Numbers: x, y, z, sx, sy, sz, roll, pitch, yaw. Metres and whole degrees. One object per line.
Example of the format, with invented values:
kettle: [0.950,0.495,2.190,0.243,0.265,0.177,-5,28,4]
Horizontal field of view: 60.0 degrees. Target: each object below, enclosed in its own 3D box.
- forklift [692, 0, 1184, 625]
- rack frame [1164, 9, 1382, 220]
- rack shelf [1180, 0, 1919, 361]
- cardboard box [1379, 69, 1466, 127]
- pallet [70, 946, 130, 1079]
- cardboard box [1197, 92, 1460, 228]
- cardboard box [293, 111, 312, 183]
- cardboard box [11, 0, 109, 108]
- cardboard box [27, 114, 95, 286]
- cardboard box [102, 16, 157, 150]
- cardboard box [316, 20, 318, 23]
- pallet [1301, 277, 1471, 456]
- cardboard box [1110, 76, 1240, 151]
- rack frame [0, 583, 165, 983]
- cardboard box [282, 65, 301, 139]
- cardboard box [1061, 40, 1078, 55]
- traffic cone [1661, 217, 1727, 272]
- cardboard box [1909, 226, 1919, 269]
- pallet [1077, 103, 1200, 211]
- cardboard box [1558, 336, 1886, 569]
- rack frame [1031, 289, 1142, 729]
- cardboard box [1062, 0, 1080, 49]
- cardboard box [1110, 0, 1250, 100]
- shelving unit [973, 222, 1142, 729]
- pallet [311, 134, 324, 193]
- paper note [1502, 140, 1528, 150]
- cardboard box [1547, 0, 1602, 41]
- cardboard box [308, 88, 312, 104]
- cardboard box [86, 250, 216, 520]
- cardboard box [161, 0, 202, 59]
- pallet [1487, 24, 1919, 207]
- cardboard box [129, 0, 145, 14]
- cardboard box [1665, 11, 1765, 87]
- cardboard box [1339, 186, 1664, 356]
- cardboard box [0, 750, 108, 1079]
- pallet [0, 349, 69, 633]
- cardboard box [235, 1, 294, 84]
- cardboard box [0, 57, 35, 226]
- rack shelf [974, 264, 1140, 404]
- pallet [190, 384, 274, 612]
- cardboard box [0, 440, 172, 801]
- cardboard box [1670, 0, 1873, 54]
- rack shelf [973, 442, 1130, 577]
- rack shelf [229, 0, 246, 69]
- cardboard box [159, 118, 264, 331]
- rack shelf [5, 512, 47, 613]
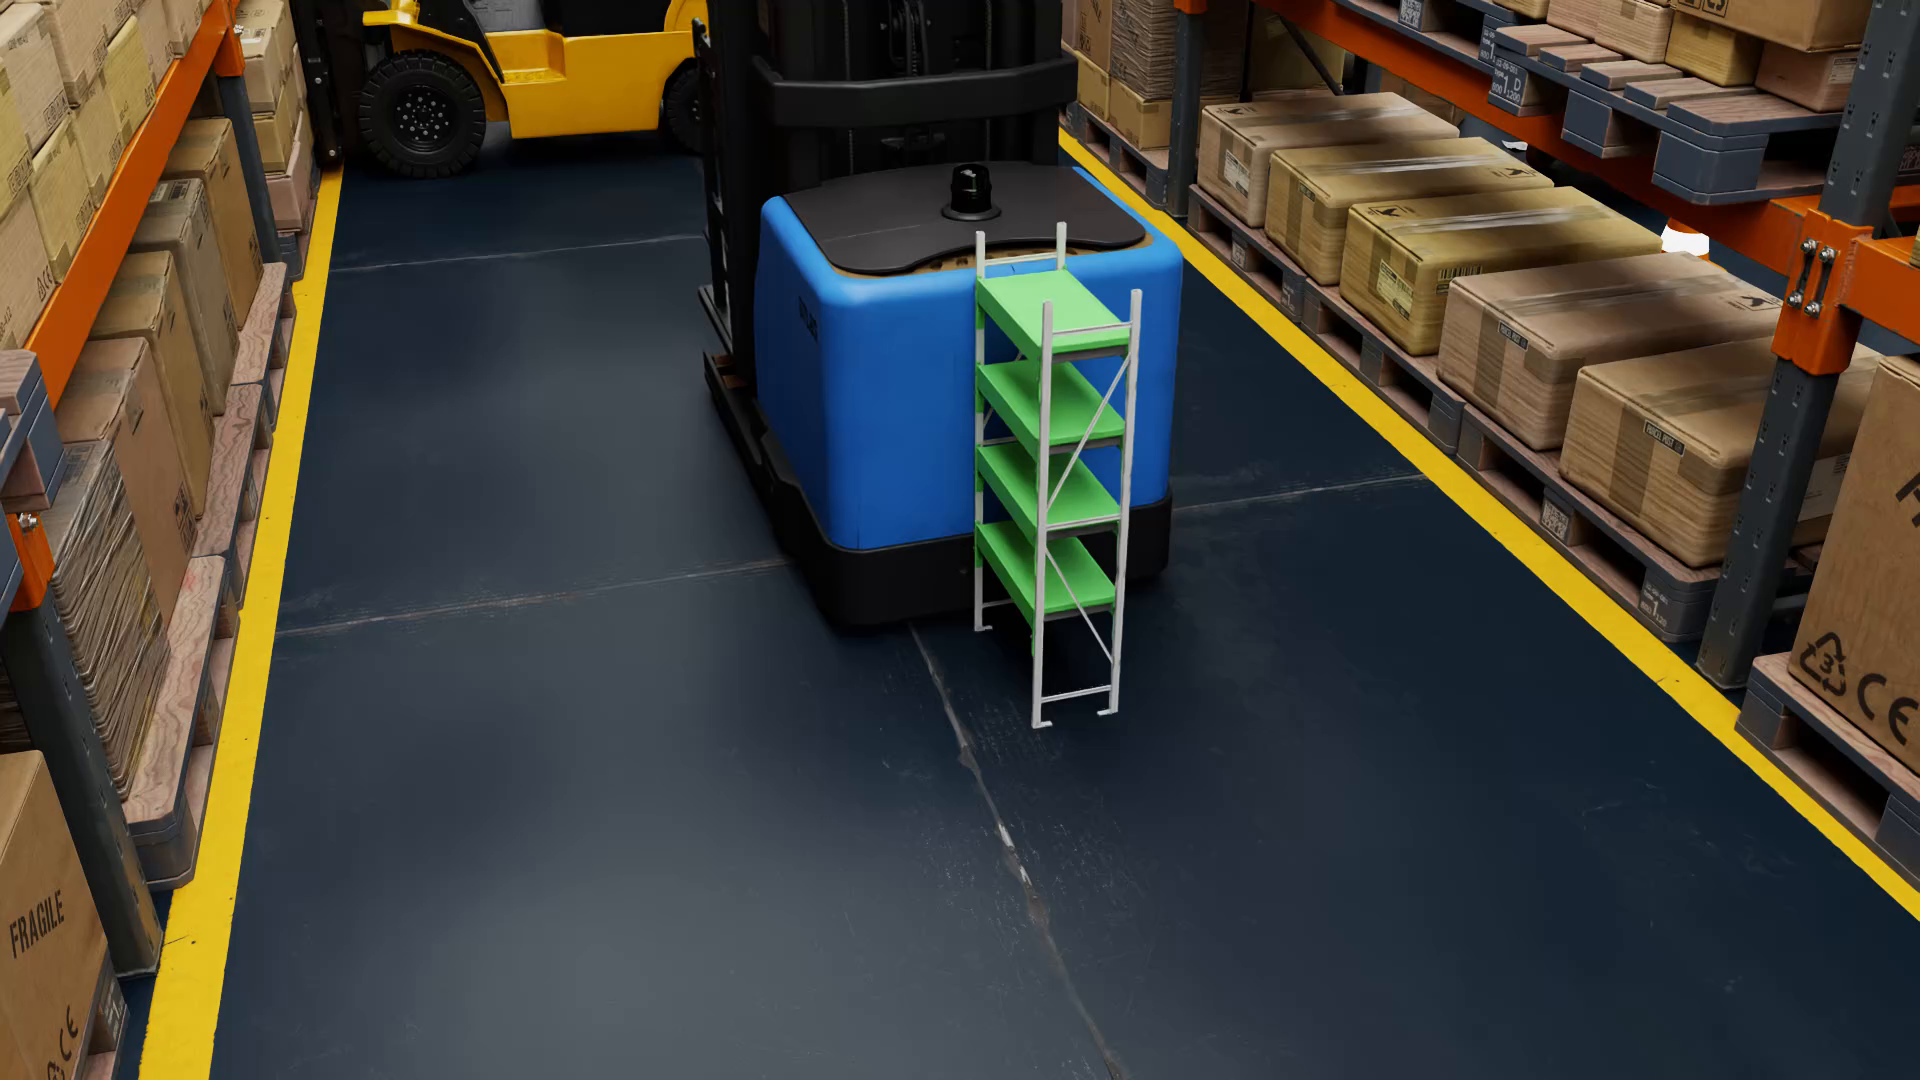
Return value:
forklift: [-0.311,-1.753,5.354,1.130,2.935,3.031,-9,31,-15]
rack frame: [1.479,-2.909,7.281,1.000,3.000,0.127,-8,31,-13]
rack shelf: [2.010,-1.631,5.792,1.077,0.370,4.000,-8,31,-13]
cardboard box: [2.506,-2.526,9.113,0.500,0.500,0.500,13,32,21]
pallet: [-2.082,1.257,2.867,1.003,0.211,1.213,-8,31,-13]
cardboard box: [1.621,-1.700,7.397,0.950,0.372,0.625,-7,31,-13]
cardboard box: [-3.265,-1.760,7.621,0.500,0.250,0.500,-9,31,-14]
cardboard box: [-2.379,-1.210,3.998,0.500,0.250,0.500,-9,31,-15]
cardboard box: [-2.255,-0.741,3.685,0.500,0.250,0.500,-9,31,-14]
cardboard box: [-2.534,-1.239,4.546,0.500,0.250,0.500,-7,31,-12]
cardboard box: [-3.657,-2.703,8.753,0.500,0.250,0.500,-9,31,-14]
pallet: [2.014,-0.736,6.310,1.003,0.211,1.213,-8,31,-13]
cardboard box: [1.063,-2.150,8.296,0.500,0.250,0.500,-6,31,-11]
rack frame: [-2.244,-0.315,2.800,1.000,3.000,0.127,-8,31,-13]
cardboard box: [-3.272,-1.973,7.490,0.500,0.250,0.500,-8,31,-14]
cardboard box: [0.781,-2.652,9.164,0.500,0.250,0.500,-7,31,-13]
traffic cone: [3.158,-1.398,7.203,0.336,0.463,0.334,-8,31,-13]
cardboard box: [2.428,-0.642,3.515,0.500,0.250,0.500,-8,31,-14]
pallet: [1.267,-2.022,8.532,1.003,0.211,1.213,-8,31,-13]
cardboard box: [2.400,-0.296,4.970,0.950,0.372,0.625,-10,32,-17]
rack frame: [0.305,-0.042,4.124,0.240,1.200,0.015,-9,31,-15]
cardboard box: [0.790,-2.967,8.958,0.500,0.500,0.500,-6,31,-11]
cardboard box: [1.063,-2.475,8.109,0.500,0.500,0.500,-8,31,-14]
shelving unit: [0.231,-0.158,4.325,0.258,1.200,0.503,-9,31,-15]
pallet: [-3.804,-2.020,8.529,1.003,0.211,1.213,-8,31,-13]
paper note: [2.983,-2.107,8.859,0.148,0.019,0.142,-8,31,-13]
cardboard box: [1.917,-1.535,4.739,0.380,0.149,0.250,-9,31,-16]
cardboard box: [-3.532,-2.254,8.475,0.500,0.250,0.500,-7,31,-12]
cardboard box: [-2.756,-0.412,4.918,0.875,0.625,0.625,-9,31,-15]
cardboard box: [-2.781,-1.731,5.397,0.500,0.250,0.500,-8,31,-14]
pallet: [2.249,-1.224,4.562,1.213,0.211,1.003,-8,31,-13]
cardboard box: [-2.655,-1.700,4.844,0.500,0.250,0.500,-7,31,-12]
cardboard box: [2.086,-1.297,4.328,0.380,0.149,0.250,-7,31,-13]
cardboard box: [2.001,-1.018,6.218,0.950,0.372,0.625,-7,31,-12]
cardboard box: [-1.924,0.761,3.018,0.500,0.500,0.500,-7,31,-12]
pallet: [-1.996,0.086,2.299,1.213,0.211,1.003,-8,31,-13]
cardboard box: [-3.258,-2.195,7.376,0.500,0.250,0.500,-8,31,-13]
cardboard box: [-2.102,-0.717,3.144,0.500,0.250,0.500,-8,31,-13]
rack shelf: [0.231,-0.518,4.117,0.258,0.148,0.480,-9,31,-15]
pallet: [-2.745,-0.099,5.211,1.003,0.211,1.213,-8,31,-13]
cardboard box: [-2.396,0.228,3.813,0.875,0.625,0.625,-7,31,-12]
cardboard box: [2.152,-1.513,4.054,0.500,0.500,0.500,-9,31,-15]
rack shelf: [0.231,-0.103,4.357,0.258,0.148,0.480,-9,31,-15]
rack shelf: [-3.837,-2.902,7.987,1.077,0.370,4.000,-8,31,-13]
cardboard box: [-3.156,-1.150,6.195,0.875,0.625,0.625,-6,31,-11]
rack shelf: [-1.713,0.962,1.311,1.077,0.370,4.000,-8,31,-13]
